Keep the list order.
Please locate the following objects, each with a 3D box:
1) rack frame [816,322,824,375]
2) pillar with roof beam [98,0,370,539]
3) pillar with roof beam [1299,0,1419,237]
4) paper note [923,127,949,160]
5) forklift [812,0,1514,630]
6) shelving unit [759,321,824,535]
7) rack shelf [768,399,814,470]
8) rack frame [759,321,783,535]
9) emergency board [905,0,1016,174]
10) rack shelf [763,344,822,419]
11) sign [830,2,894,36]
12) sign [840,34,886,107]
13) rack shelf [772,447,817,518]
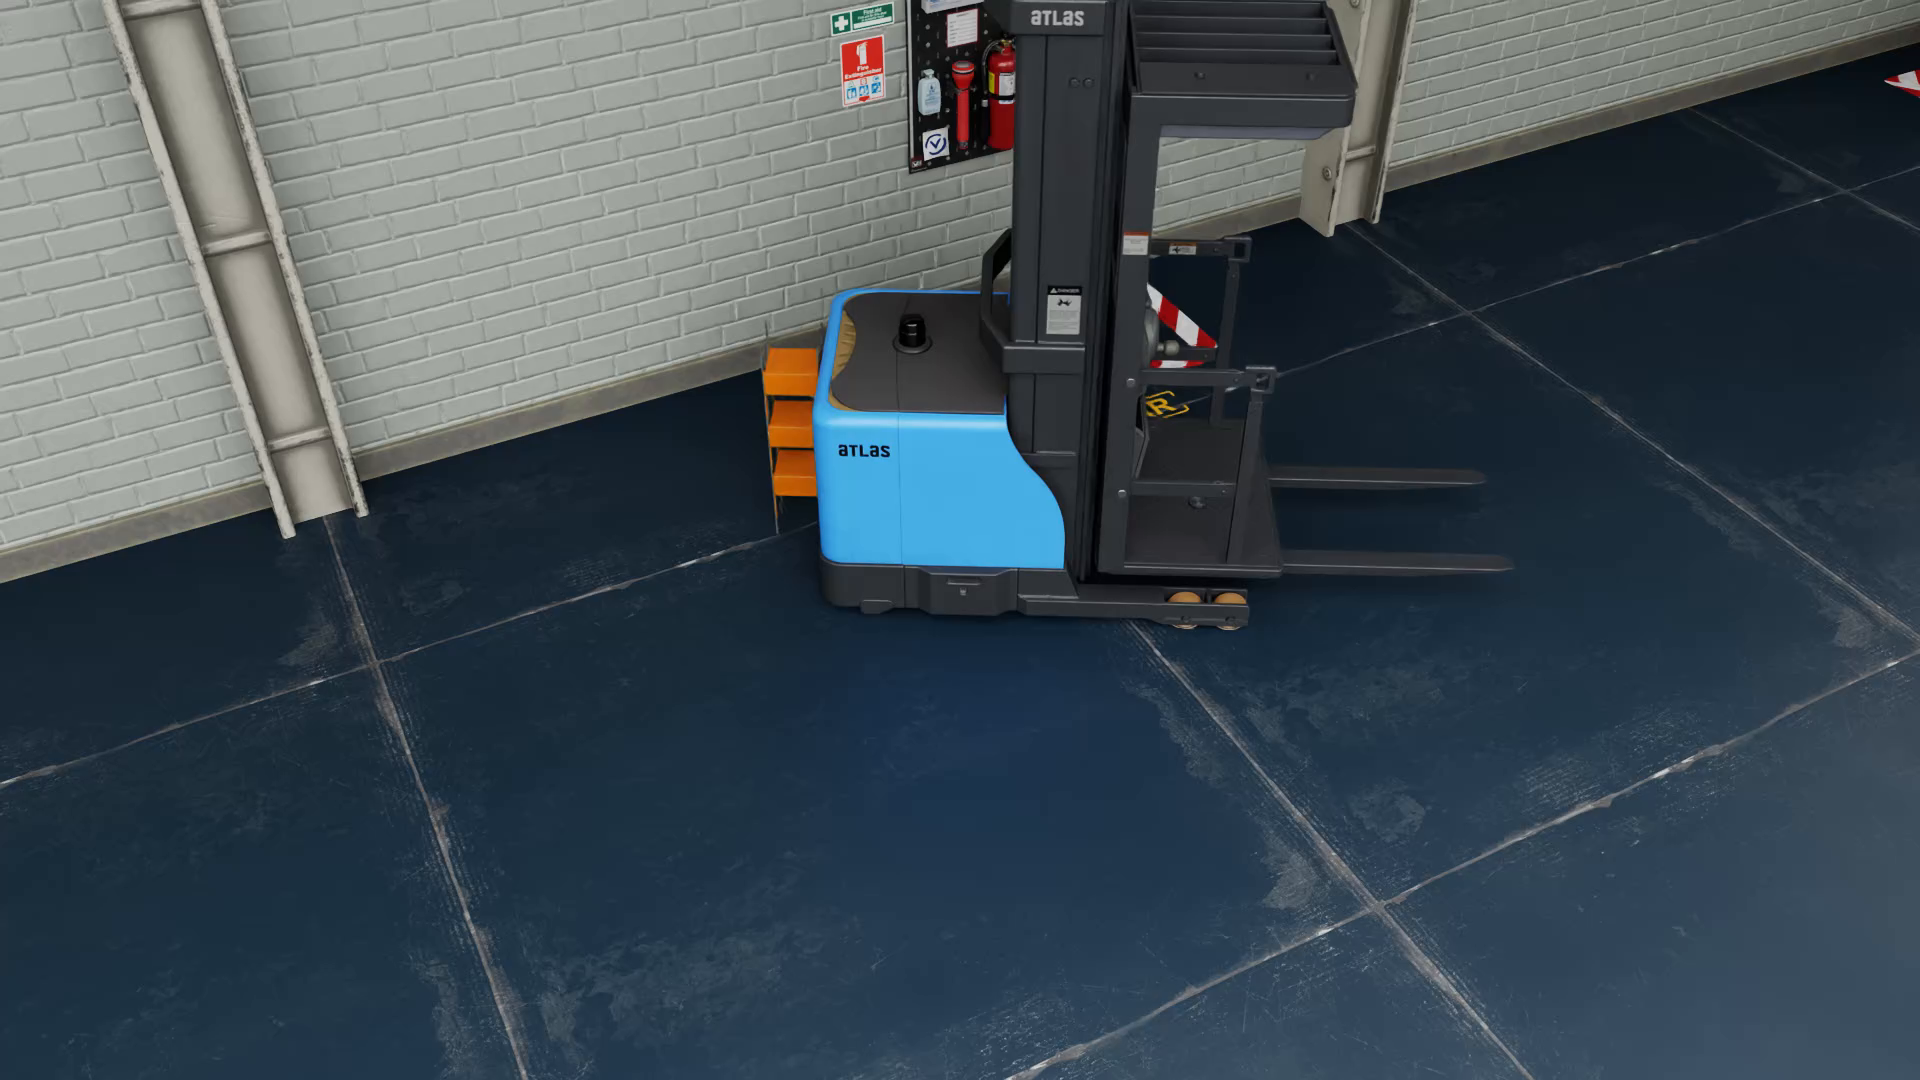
[{"bbox_3d":[-0.605,-0.483,7.497,0.008,1.050,0.200,1,40,2],"label":"rack frame"},{"bbox_3d":[-1.056,-1.120,2.097,0.400,9.000,9.100,-19,44,-21],"label":"pillar with roof beam"},{"bbox_3d":[4.265,-2.910,4.212,0.400,9.000,9.100,-19,44,-21],"label":"pillar with roof beam"},{"bbox_3d":[-0.122,-2.022,8.488,0.142,0.148,0.016,-19,44,-21],"label":"paper note"},{"bbox_3d":[0.915,-1.077,6.743,3.031,2.935,1.130,1,40,2],"label":"forklift"},{"bbox_3d":[-0.727,-0.486,7.501,0.252,1.050,0.215,1,40,2],"label":"shelving unit"},{"bbox_3d":[-0.727,-0.478,7.507,0.240,0.259,0.215,1,40,2],"label":"rack shelf"},{"bbox_3d":[-0.849,-0.489,7.504,0.008,1.050,0.200,1,40,2],"label":"rack frame"},{"bbox_3d":[0.067,-2.372,8.219,0.643,1.169,0.194,-19,44,-21],"label":"emergency board"},{"bbox_3d":[-0.727,-0.695,7.324,0.240,0.259,0.215,1,40,2],"label":"rack shelf"},{"bbox_3d":[-0.463,-2.478,7.907,0.331,0.109,0.001,-19,44,-21],"label":"sign"},{"bbox_3d":[-0.471,-2.279,8.082,0.234,0.329,0.001,-19,44,-21],"label":"sign"},{"bbox_3d":[-0.727,-0.266,7.687,0.240,0.259,0.215,1,40,2],"label":"rack shelf"}]
